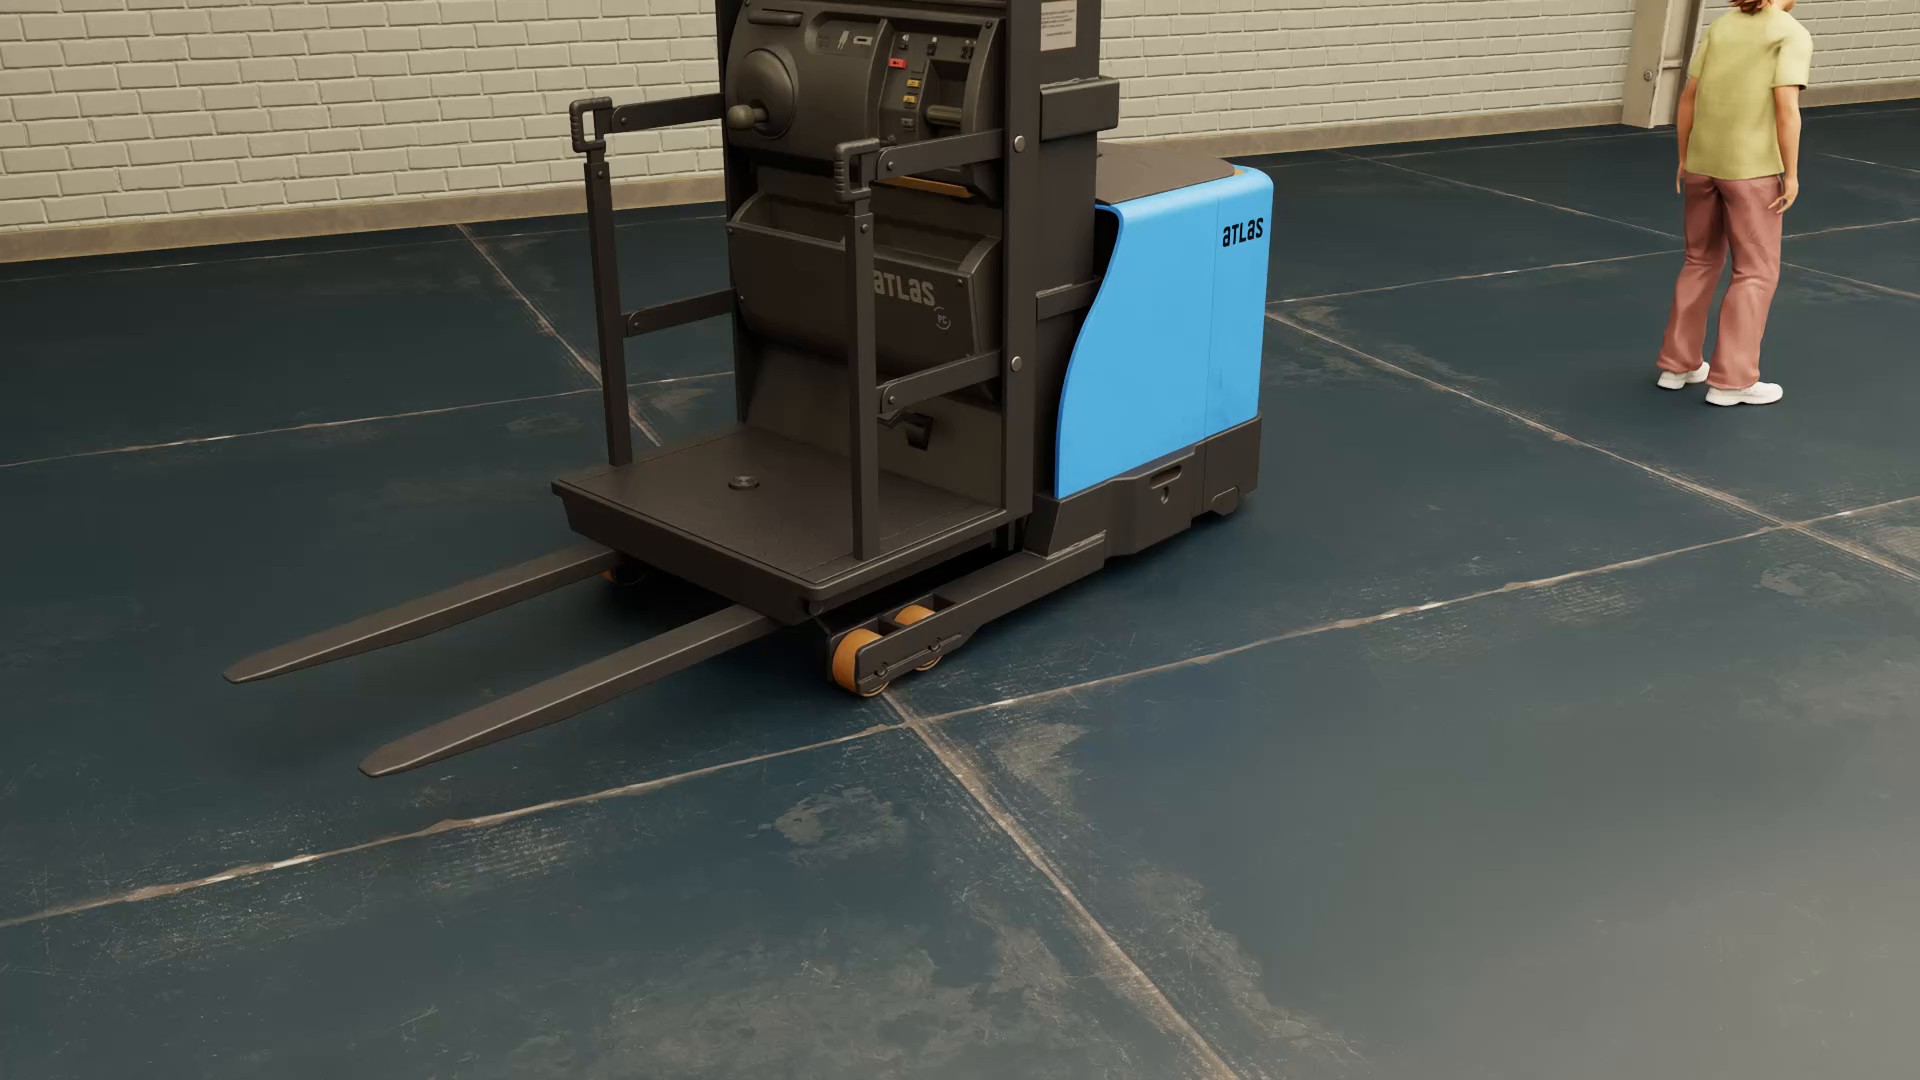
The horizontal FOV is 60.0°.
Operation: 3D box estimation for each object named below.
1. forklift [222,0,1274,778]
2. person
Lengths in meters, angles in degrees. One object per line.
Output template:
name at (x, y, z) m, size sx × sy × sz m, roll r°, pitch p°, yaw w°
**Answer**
forklift at (-0.413, -1.182, 4.131) m, size 1.130 × 2.935 × 3.031 m, roll 19°, pitch 29°, yaw 39°
person at (2.903, -1.357, 6.197) m, size 0.365 × 1.671 × 0.507 m, roll -12°, pitch 25°, yaw -26°
